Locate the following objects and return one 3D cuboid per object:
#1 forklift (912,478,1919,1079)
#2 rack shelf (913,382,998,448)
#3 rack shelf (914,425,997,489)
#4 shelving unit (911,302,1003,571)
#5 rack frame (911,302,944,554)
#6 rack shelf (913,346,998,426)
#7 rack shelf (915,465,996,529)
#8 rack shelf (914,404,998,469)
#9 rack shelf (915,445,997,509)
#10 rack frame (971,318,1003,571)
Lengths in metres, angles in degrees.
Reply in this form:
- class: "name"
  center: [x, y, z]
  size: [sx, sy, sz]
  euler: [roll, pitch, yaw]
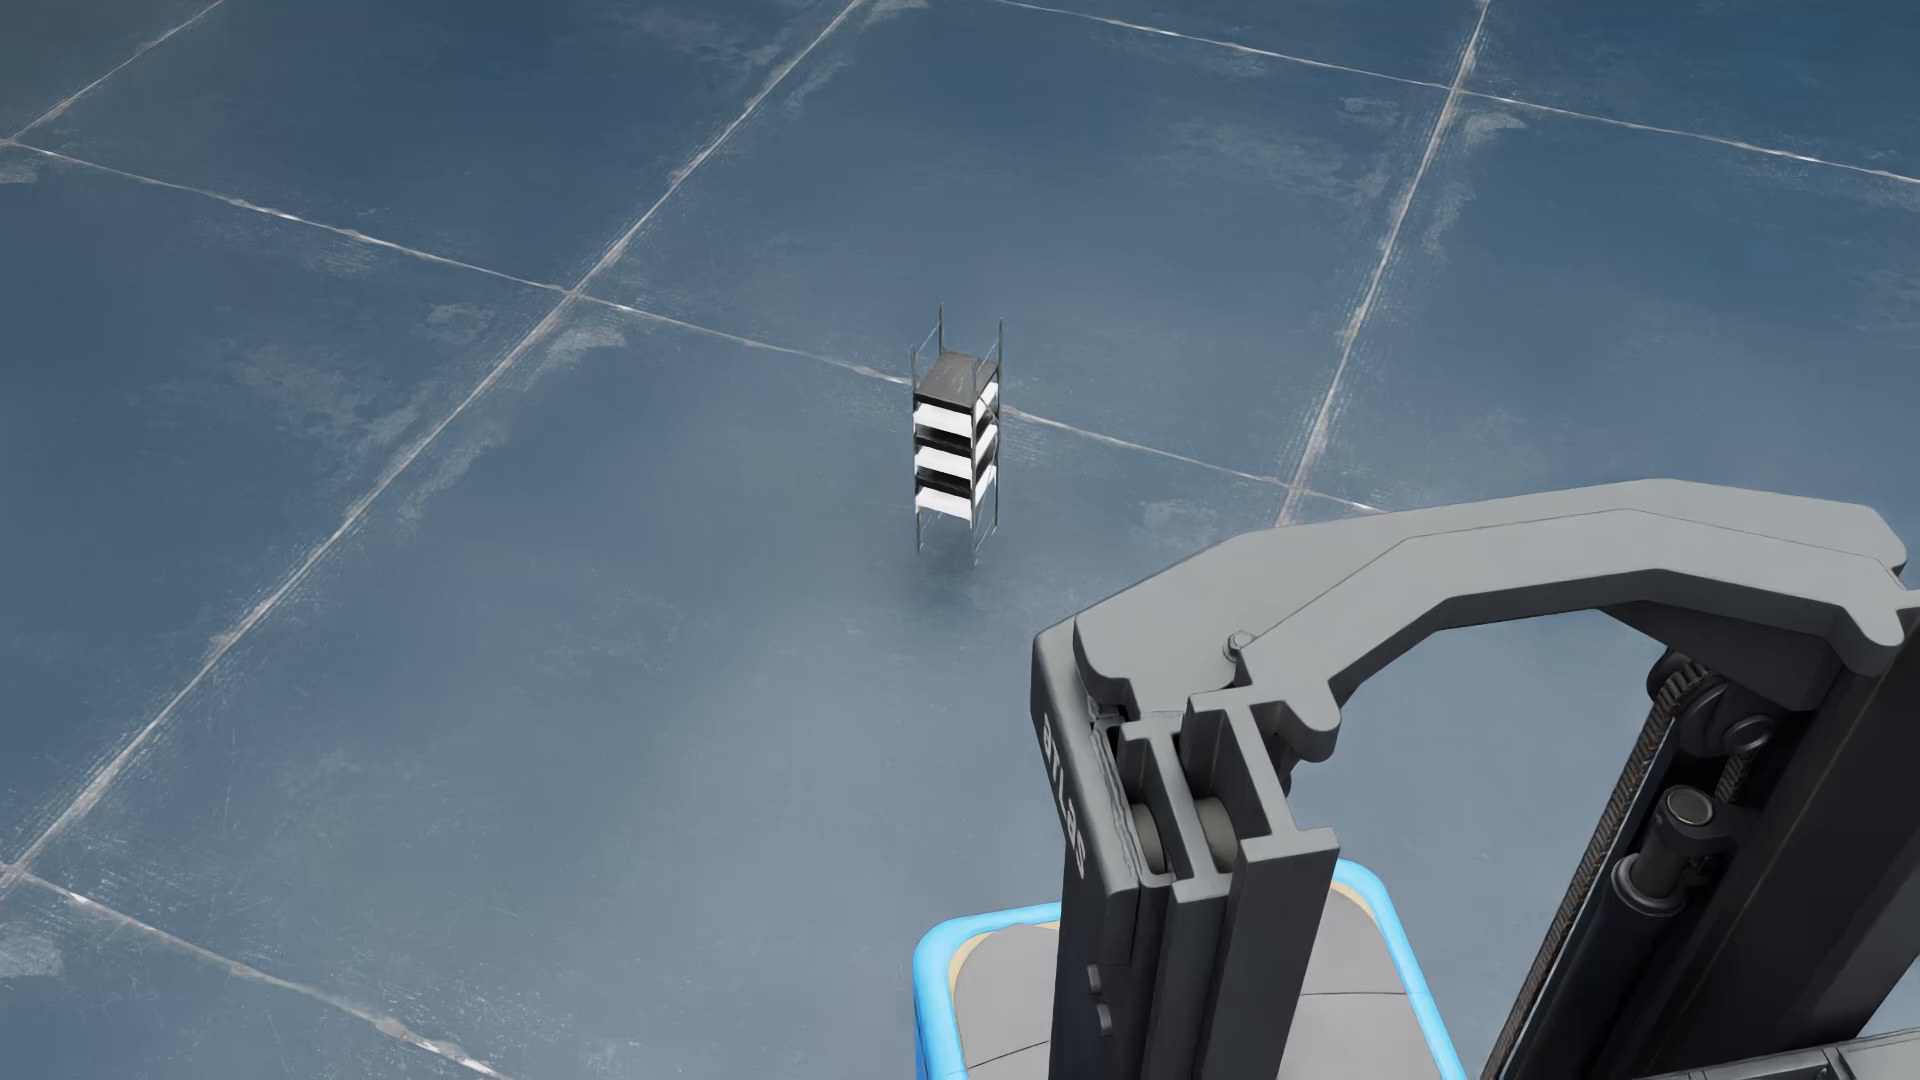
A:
- class: "forklift"
  center: [0.660, 1.479, 2.185]
  size: [1.130, 2.935, 3.031]
  euler: [-7, 45, -7]
- class: "rack shelf"
  center: [-0.007, -0.425, 5.331]
  size: [0.200, 0.077, 0.258]
  euler: [16, 47, 16]
- class: "rack shelf"
  center: [-0.007, -0.298, 5.458]
  size: [0.200, 0.077, 0.258]
  euler: [16, 47, 16]
- class: "shelving unit"
  center: [-0.007, -0.321, 5.435]
  size: [0.210, 0.900, 0.258]
  euler: [16, 47, 16]
- class: "rack frame"
  center: [-0.101, -0.349, 5.463]
  size: [0.006, 0.900, 0.240]
  euler: [16, 47, 16]
- class: "rack shelf"
  center: [-0.007, -0.489, 5.268]
  size: [0.200, 0.077, 0.258]
  euler: [16, 47, 16]
- class: "rack shelf"
  center: [-0.007, -0.170, 5.585]
  size: [0.200, 0.077, 0.258]
  euler: [16, 47, 16]
- class: "rack shelf"
  center: [-0.007, -0.361, 5.395]
  size: [0.200, 0.077, 0.258]
  euler: [16, 47, 16]
- class: "rack shelf"
  center: [-0.007, -0.234, 5.522]
  size: [0.200, 0.077, 0.258]
  euler: [16, 47, 16]
- class: "rack frame"
  center: [0.086, -0.294, 5.407]
  size: [0.006, 0.900, 0.240]
  euler: [16, 47, 16]
